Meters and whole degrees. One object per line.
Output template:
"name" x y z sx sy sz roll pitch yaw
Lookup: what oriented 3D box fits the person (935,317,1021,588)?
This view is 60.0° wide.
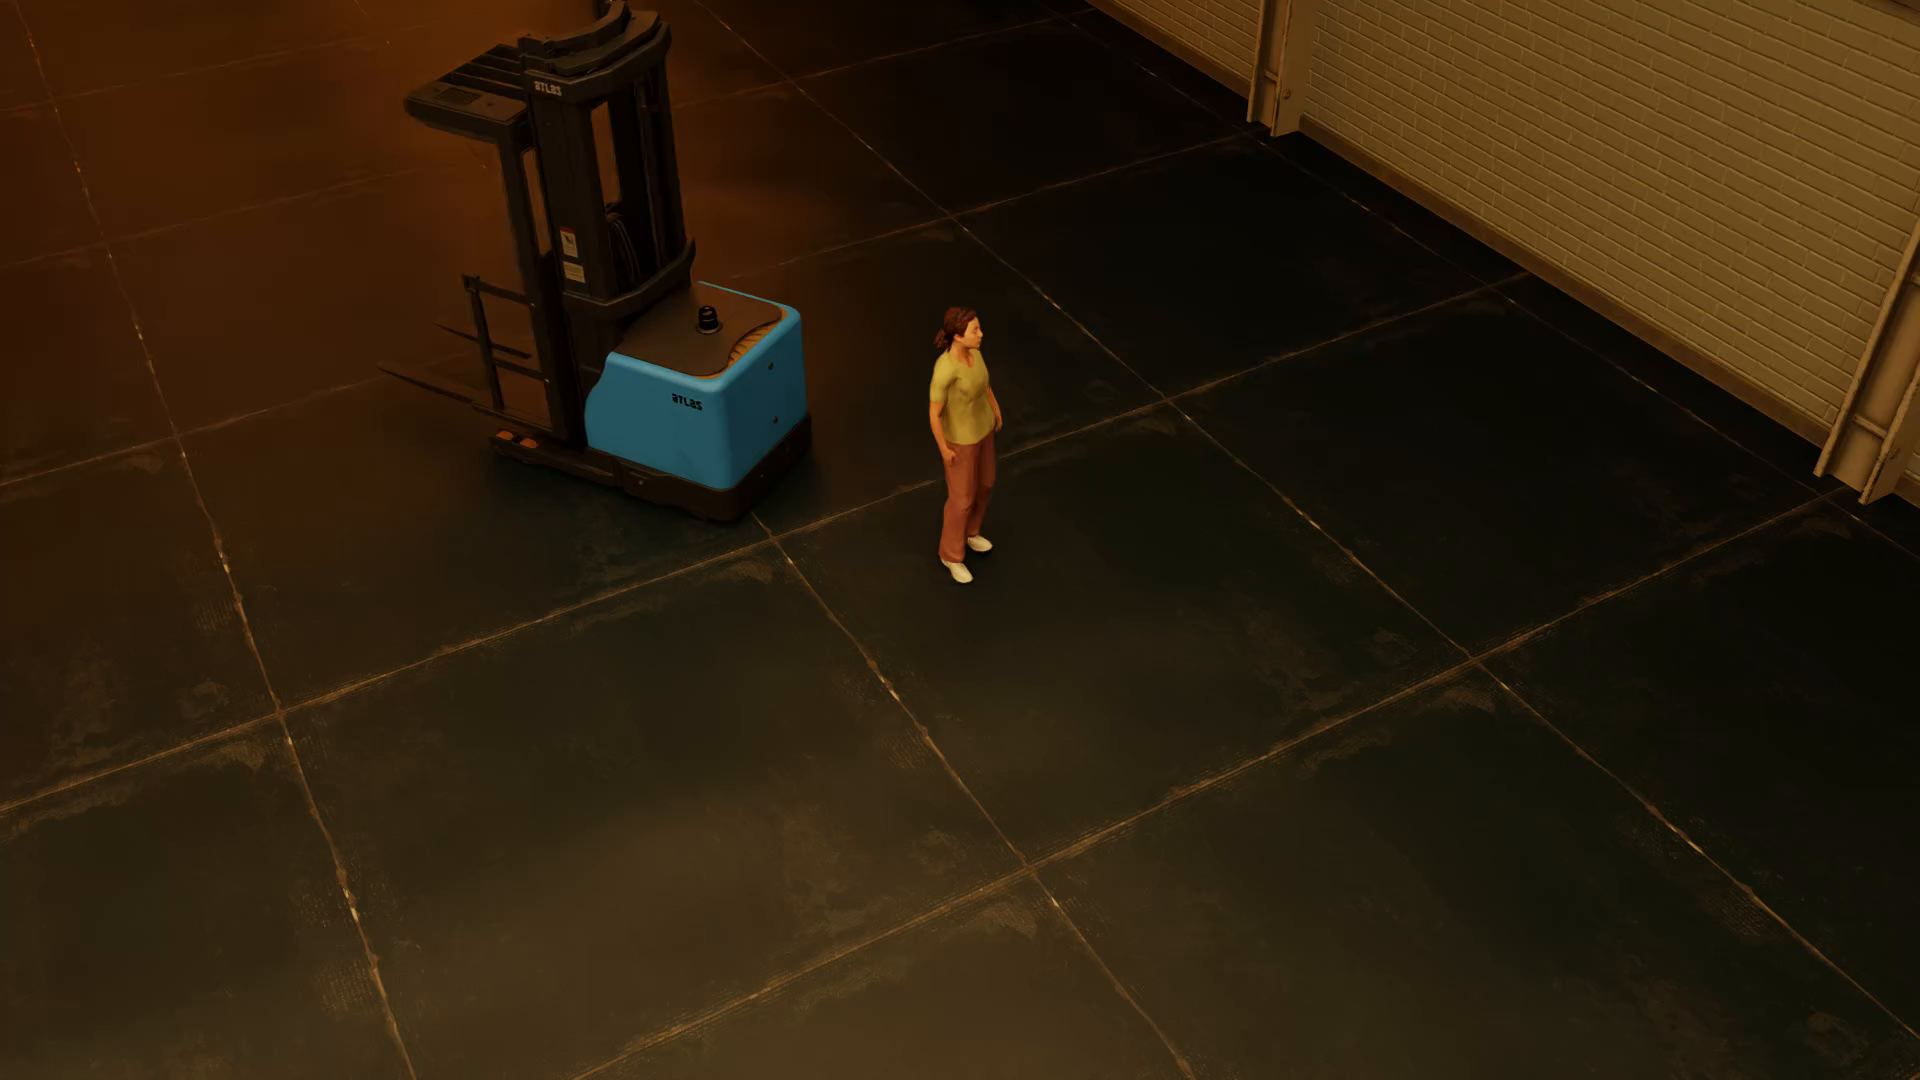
"person" 0.098 -0.572 9.756 0.504 1.612 0.664 23 45 25

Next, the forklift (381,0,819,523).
"forklift" -2.483 -1.892 10.318 3.031 2.935 1.130 18 43 21
